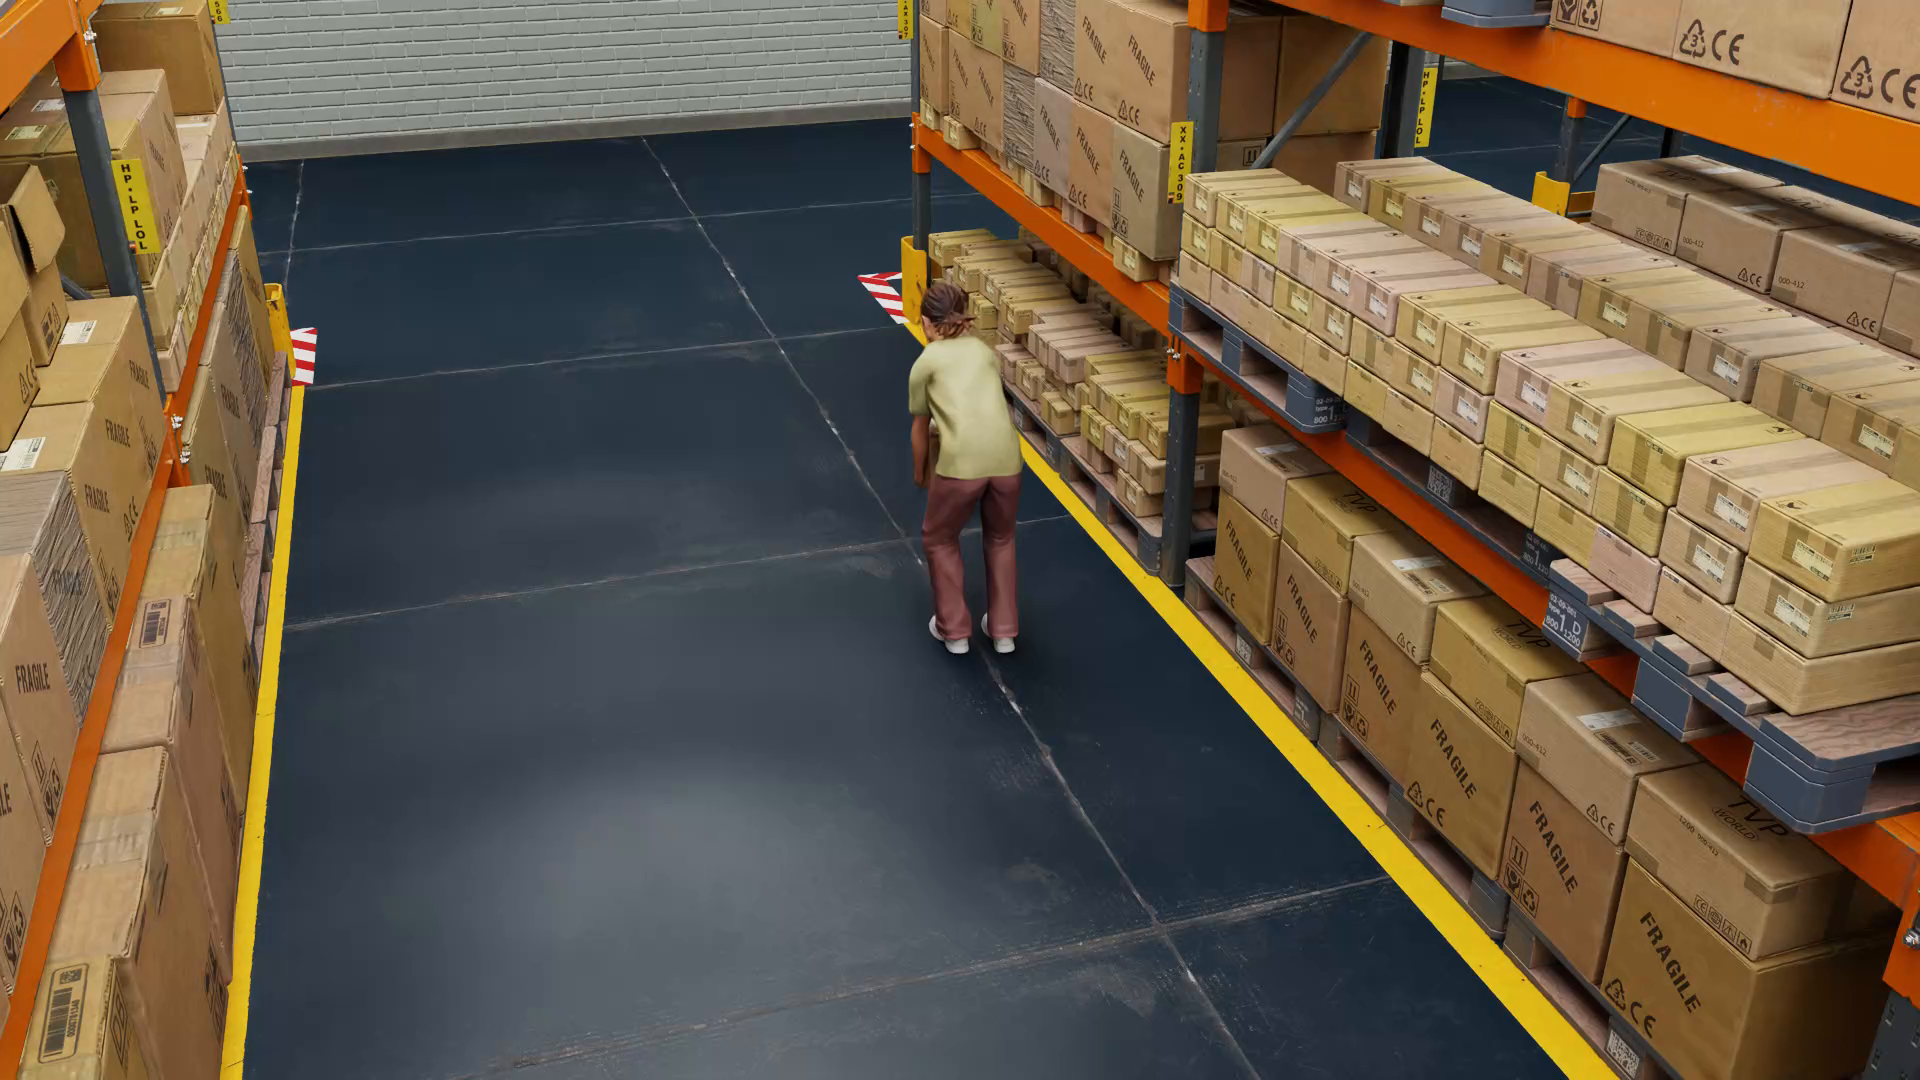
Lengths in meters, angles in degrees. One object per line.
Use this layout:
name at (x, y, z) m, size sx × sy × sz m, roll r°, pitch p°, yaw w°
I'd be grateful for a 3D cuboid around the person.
person at (0.007, -0.283, 6.899) m, size 0.414 × 1.490 × 0.681 m, roll -9°, pitch 28°, yaw -17°
